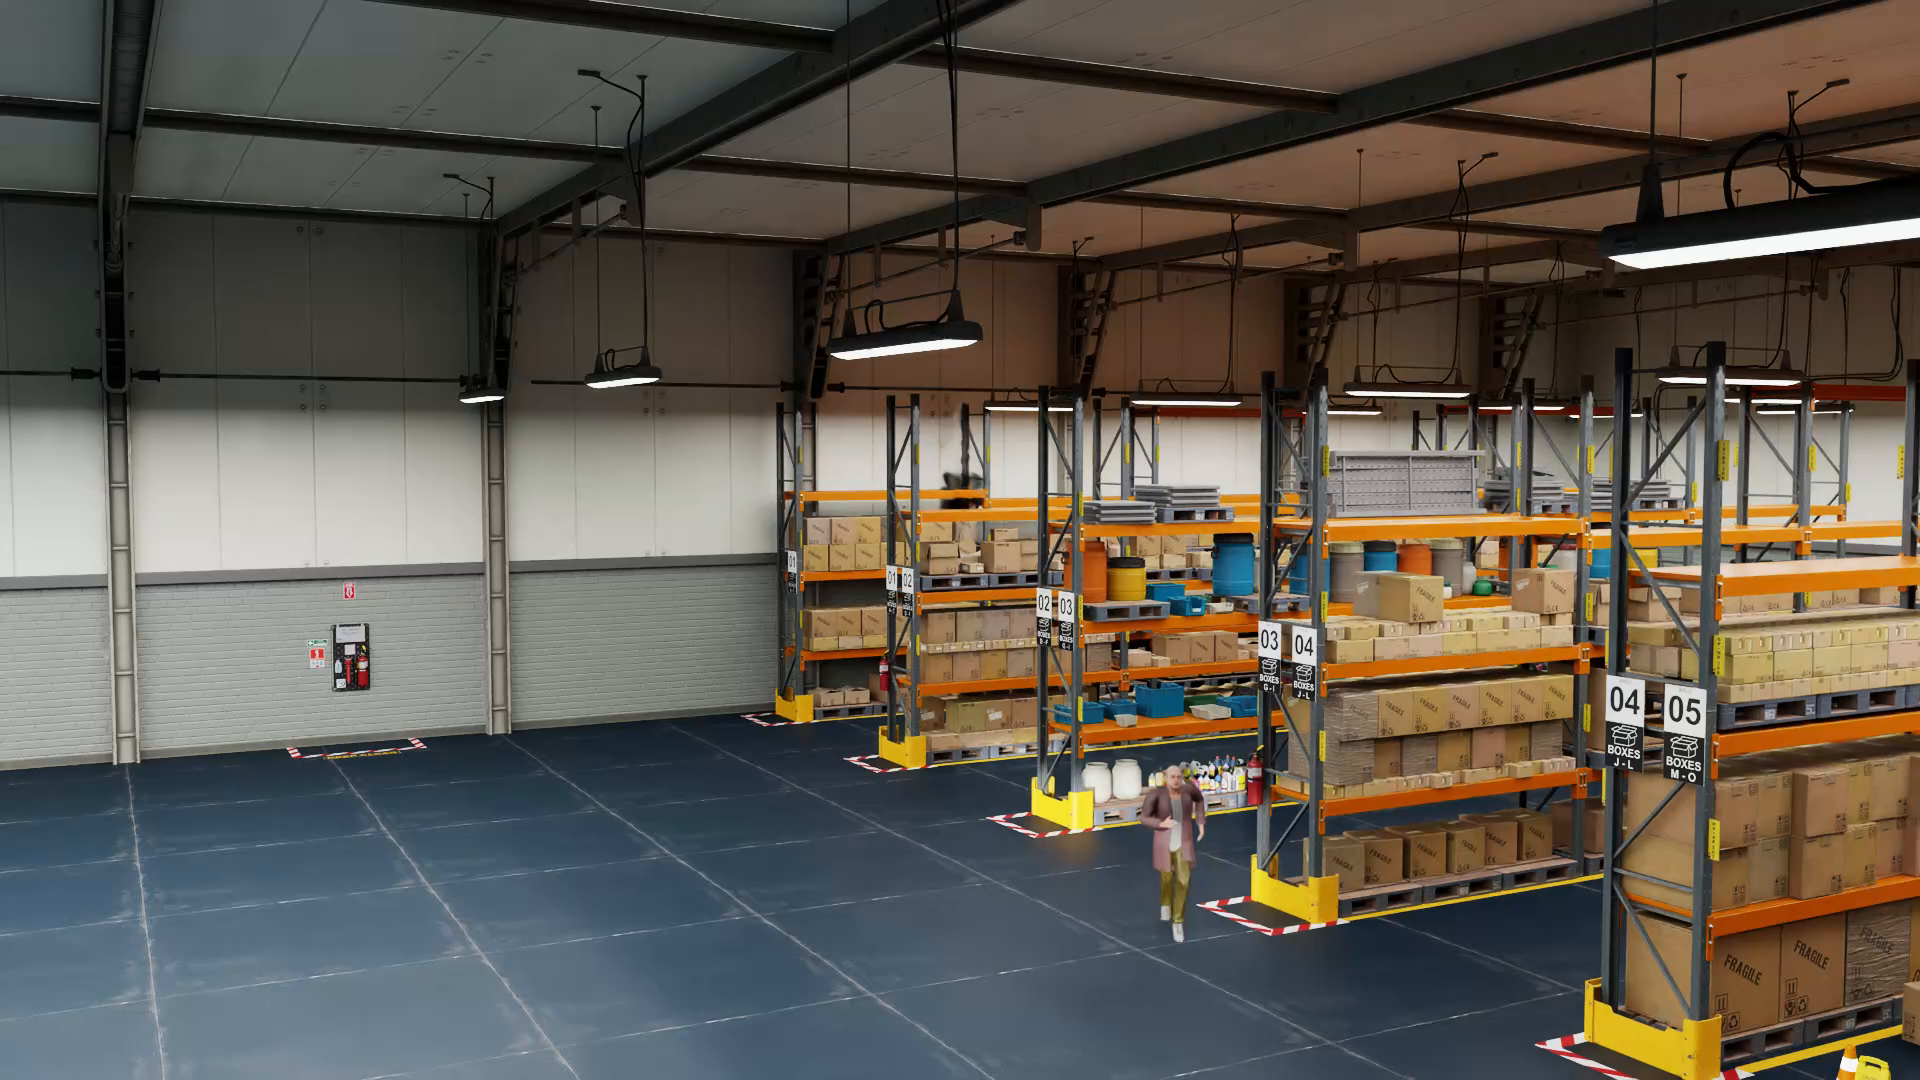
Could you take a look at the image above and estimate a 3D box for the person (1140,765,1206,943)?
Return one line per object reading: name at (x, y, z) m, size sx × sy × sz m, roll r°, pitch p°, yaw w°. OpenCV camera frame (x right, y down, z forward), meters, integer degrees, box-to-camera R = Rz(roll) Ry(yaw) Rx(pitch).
person at (2.266, 3.284, 17.716) m, size 0.746 × 1.832 × 0.942 m, roll 0°, pitch 3°, yaw -2°
